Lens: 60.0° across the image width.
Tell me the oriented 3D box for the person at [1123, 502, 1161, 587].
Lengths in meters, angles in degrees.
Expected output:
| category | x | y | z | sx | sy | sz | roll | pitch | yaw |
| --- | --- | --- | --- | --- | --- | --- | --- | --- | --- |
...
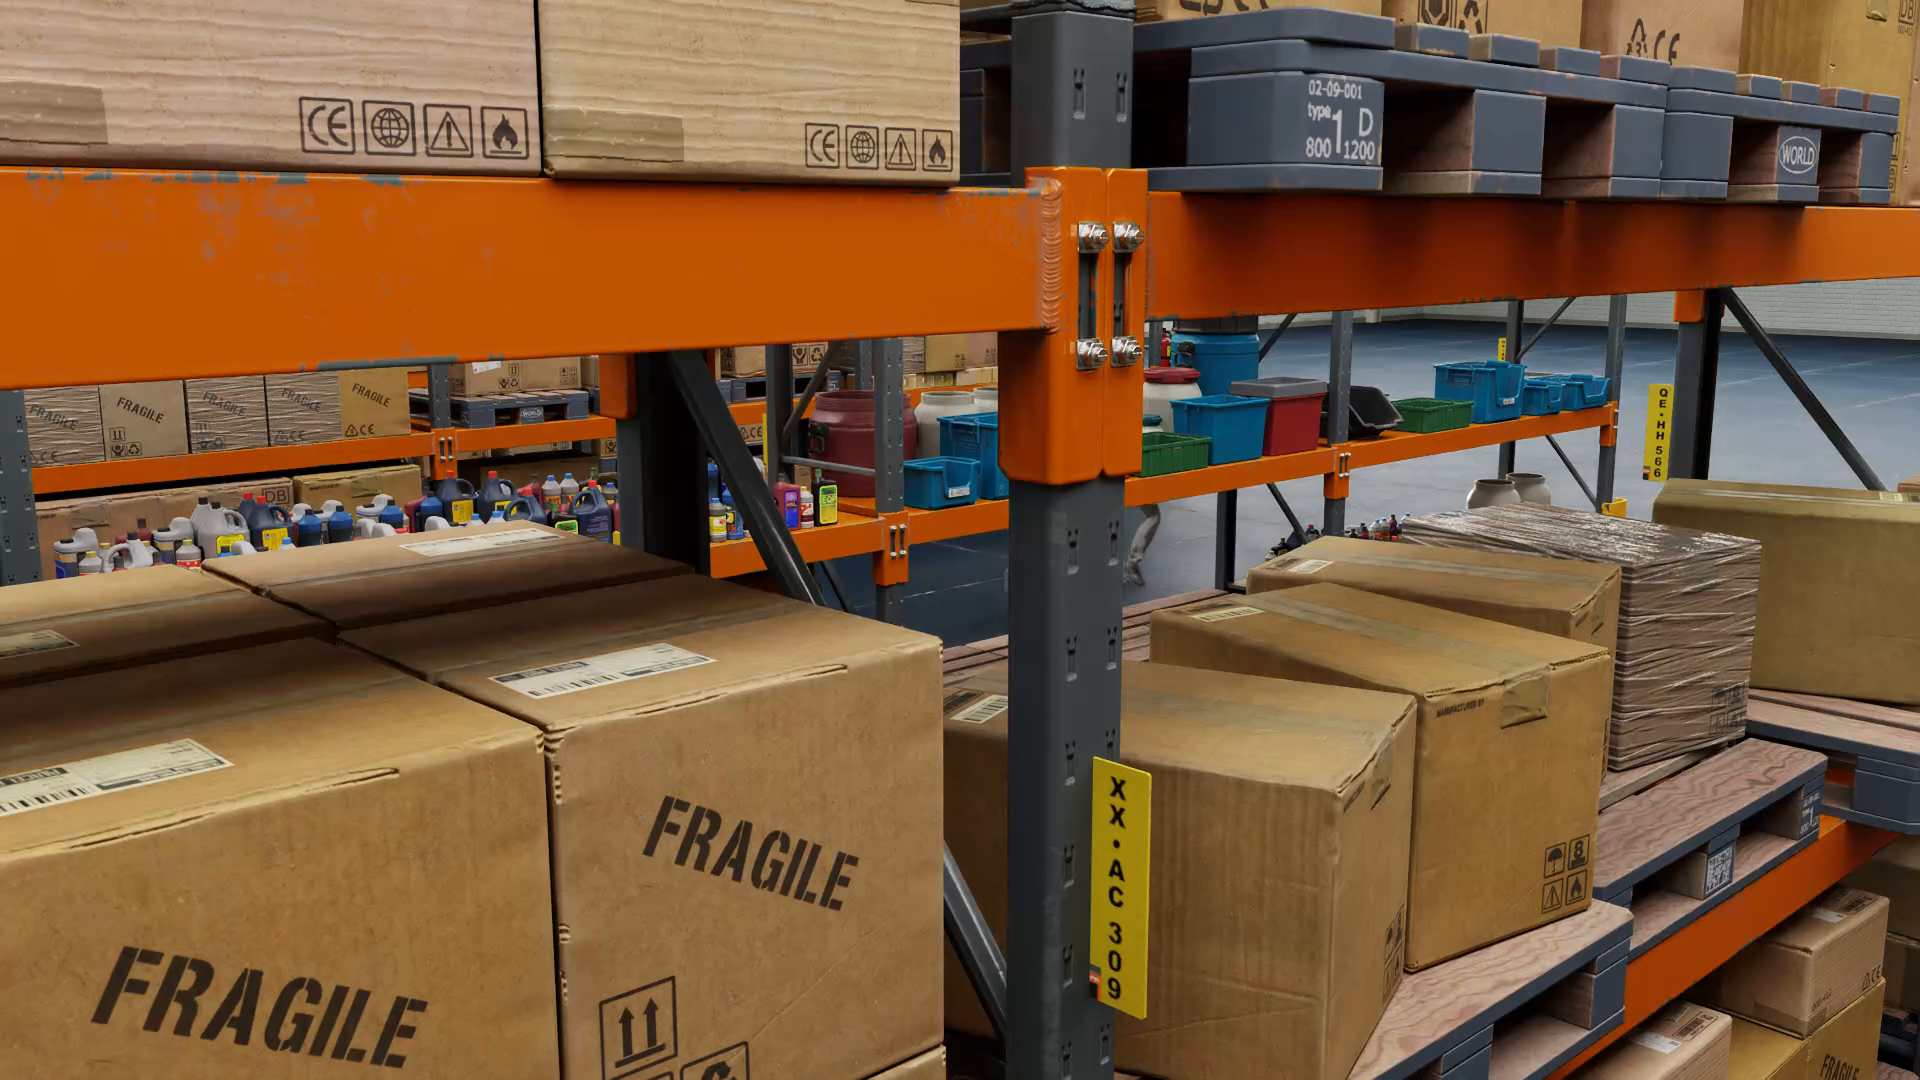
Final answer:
| category | x | y | z | sx | sy | sz | roll | pitch | yaw |
| --- | --- | --- | --- | --- | --- | --- | --- | --- | --- |
| person | 1.305 | -0.478 | 12.823 | 0.491 | 1.703 | 0.448 | 8 | 14 | 38 |
